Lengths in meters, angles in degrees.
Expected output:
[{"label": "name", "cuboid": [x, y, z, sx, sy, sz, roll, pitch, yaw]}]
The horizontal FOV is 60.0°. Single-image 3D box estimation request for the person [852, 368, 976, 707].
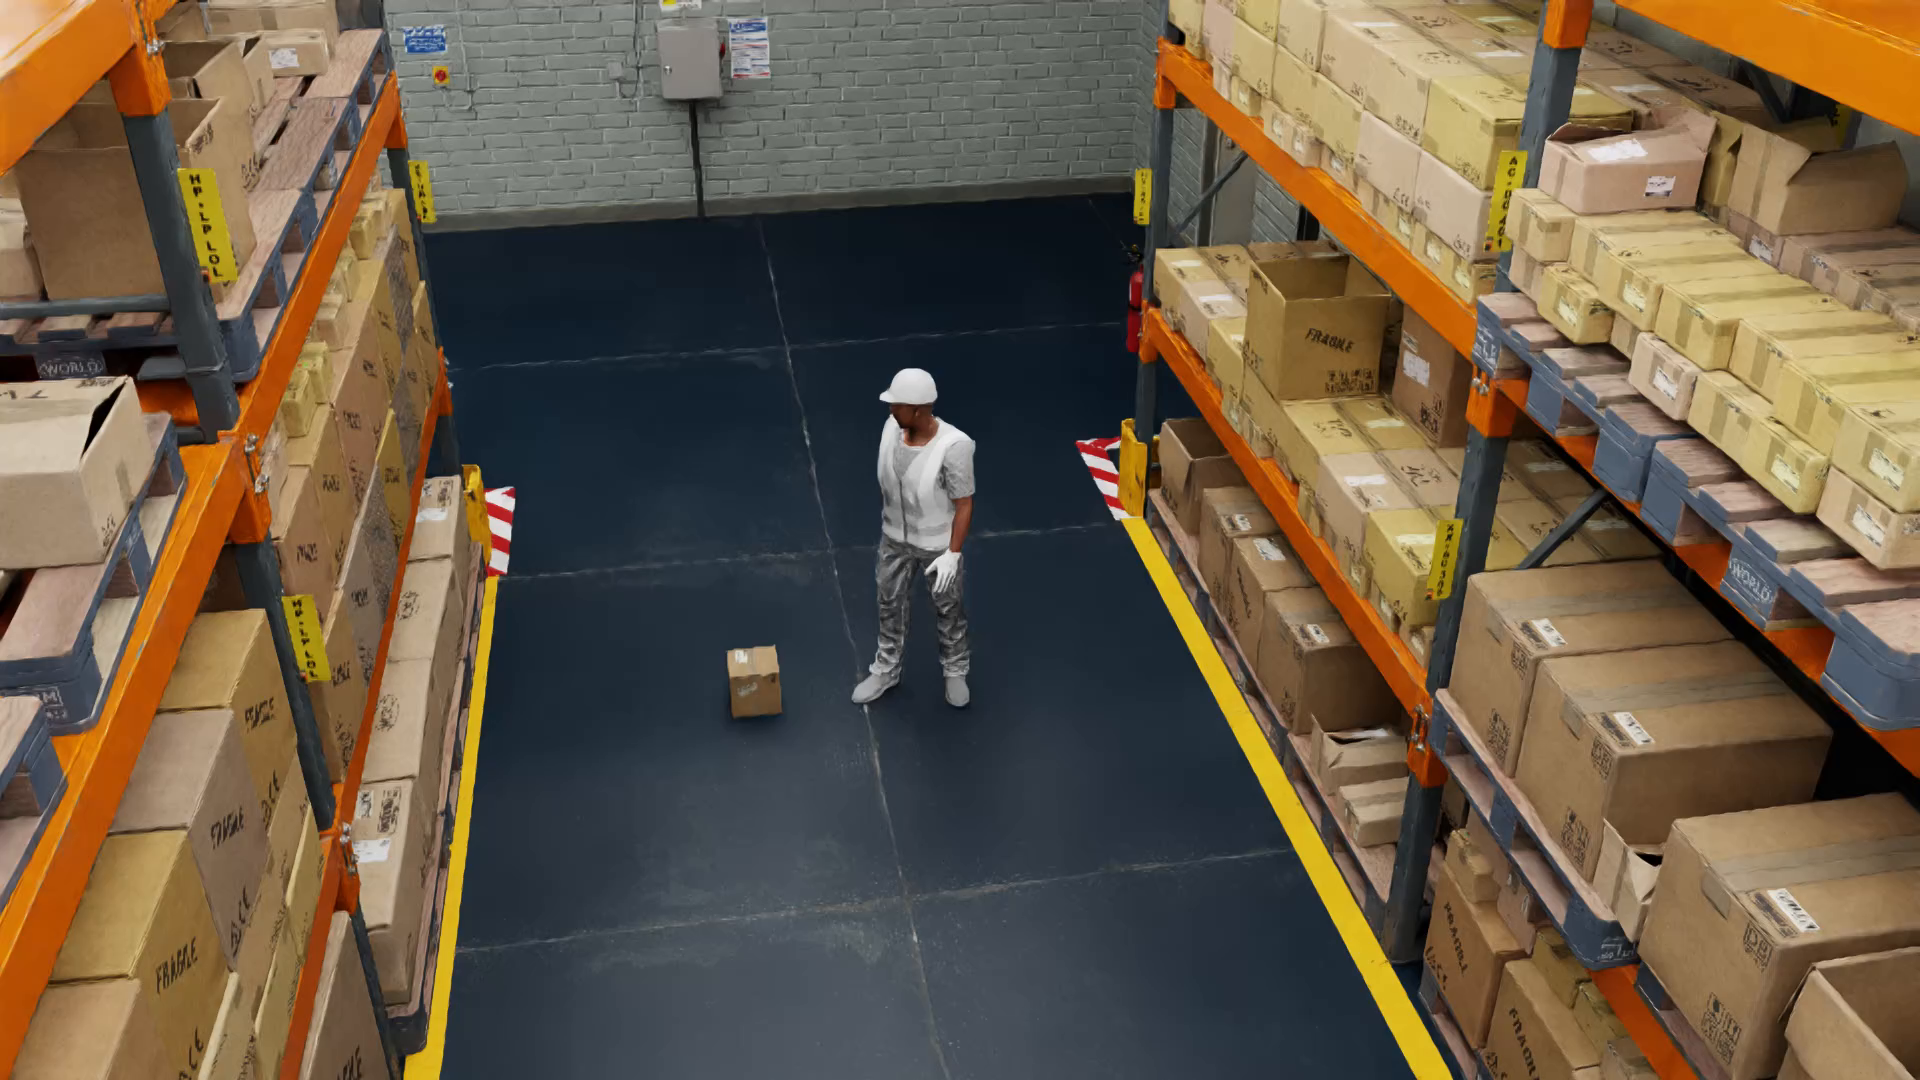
[{"label": "person", "cuboid": [-0.198, 0.012, 8.056, 0.593, 1.796, 0.505, 17, 35, 27]}]
